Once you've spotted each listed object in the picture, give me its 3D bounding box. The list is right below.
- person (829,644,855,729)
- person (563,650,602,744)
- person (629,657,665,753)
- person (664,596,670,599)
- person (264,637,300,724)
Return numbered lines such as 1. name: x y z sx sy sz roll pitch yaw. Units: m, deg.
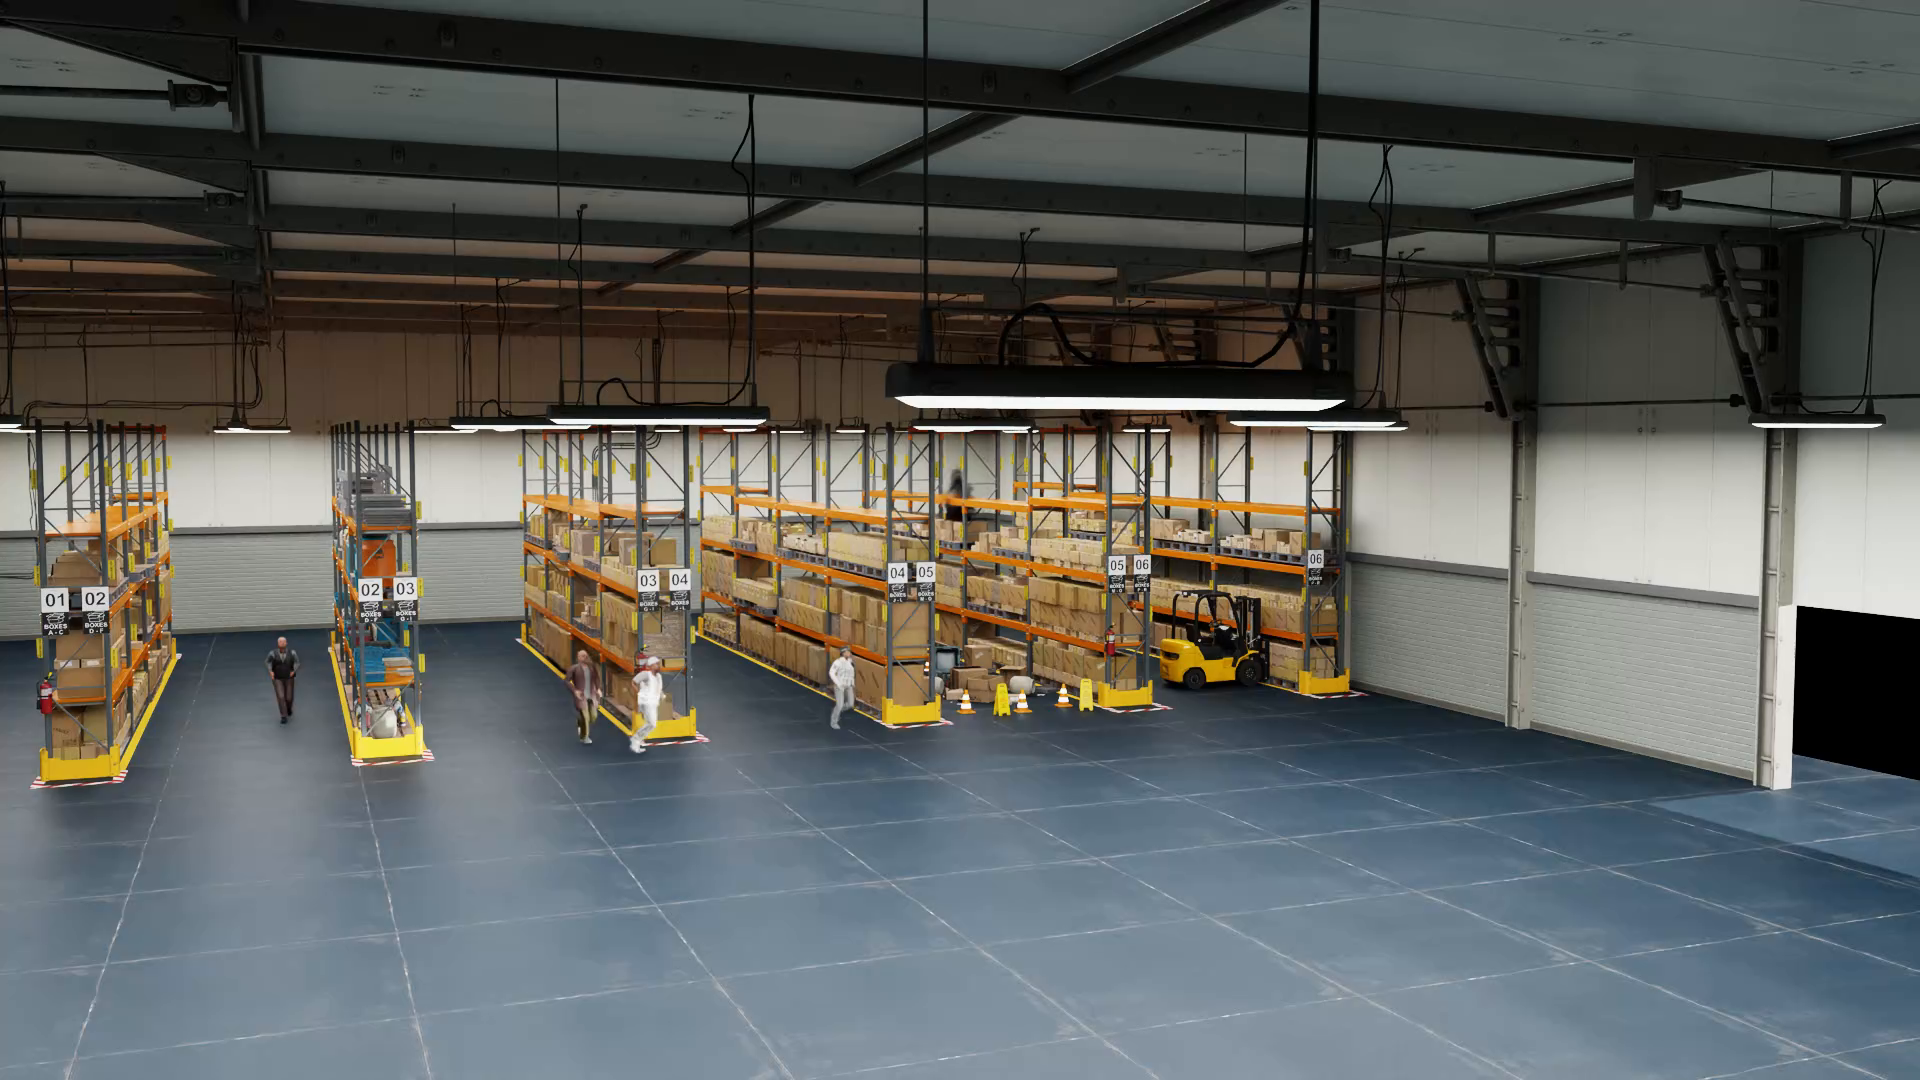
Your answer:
1. person: -2.275 2.876 32.716 0.671 1.647 0.497 -3 5 -42
2. person: -7.053 2.956 31.041 0.756 1.643 0.686 -3 5 -43
3. person: -5.621 2.970 30.123 0.581 1.694 0.737 1 4 21
4. person: -8.558 1.878 48.006 0.734 1.731 0.714 2 4 29
5. person: -13.593 2.794 33.365 0.670 1.704 0.687 -2 4 -25
